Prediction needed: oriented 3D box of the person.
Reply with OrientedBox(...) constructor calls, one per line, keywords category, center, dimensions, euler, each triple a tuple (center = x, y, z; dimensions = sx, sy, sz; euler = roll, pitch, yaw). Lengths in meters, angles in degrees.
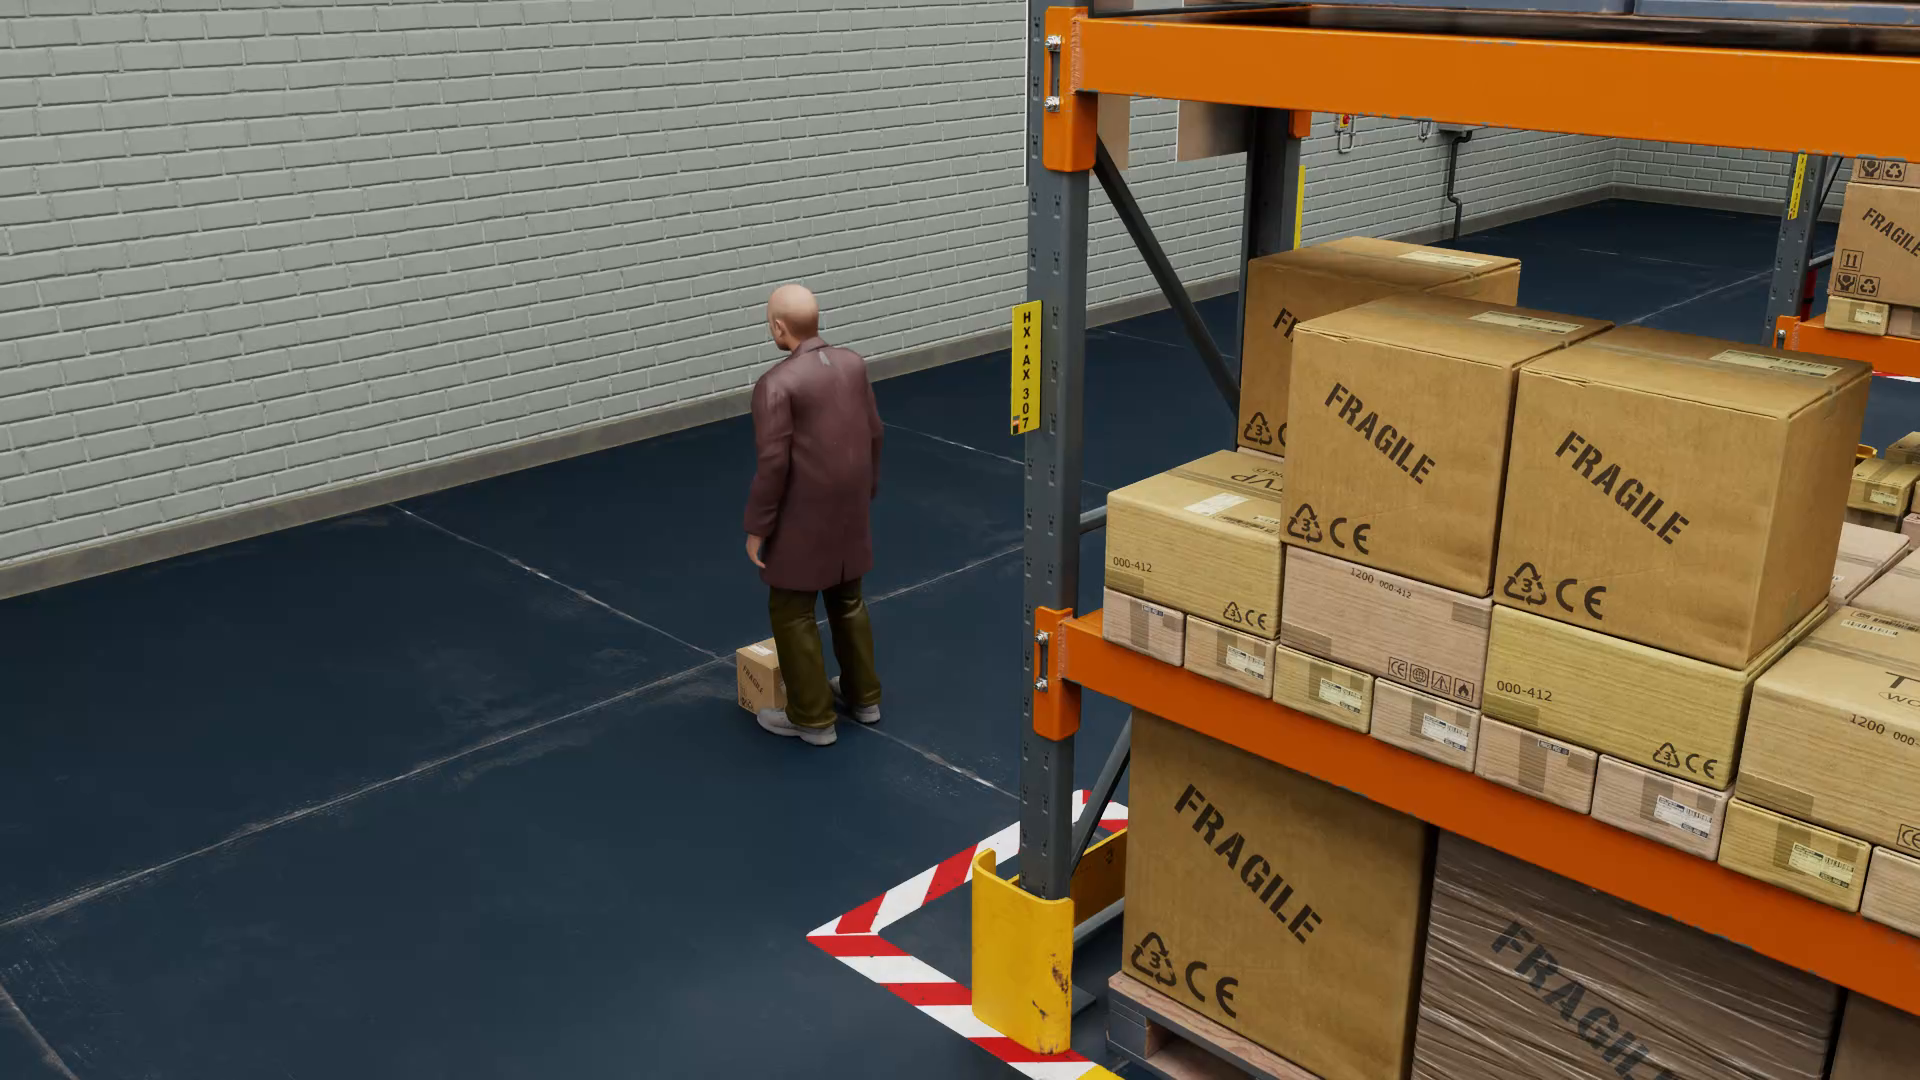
OrientedBox(category="person", center=(-0.555, -0.090, 6.343), dimensions=(0.415, 1.774, 0.655), euler=(18, 27, 40))
